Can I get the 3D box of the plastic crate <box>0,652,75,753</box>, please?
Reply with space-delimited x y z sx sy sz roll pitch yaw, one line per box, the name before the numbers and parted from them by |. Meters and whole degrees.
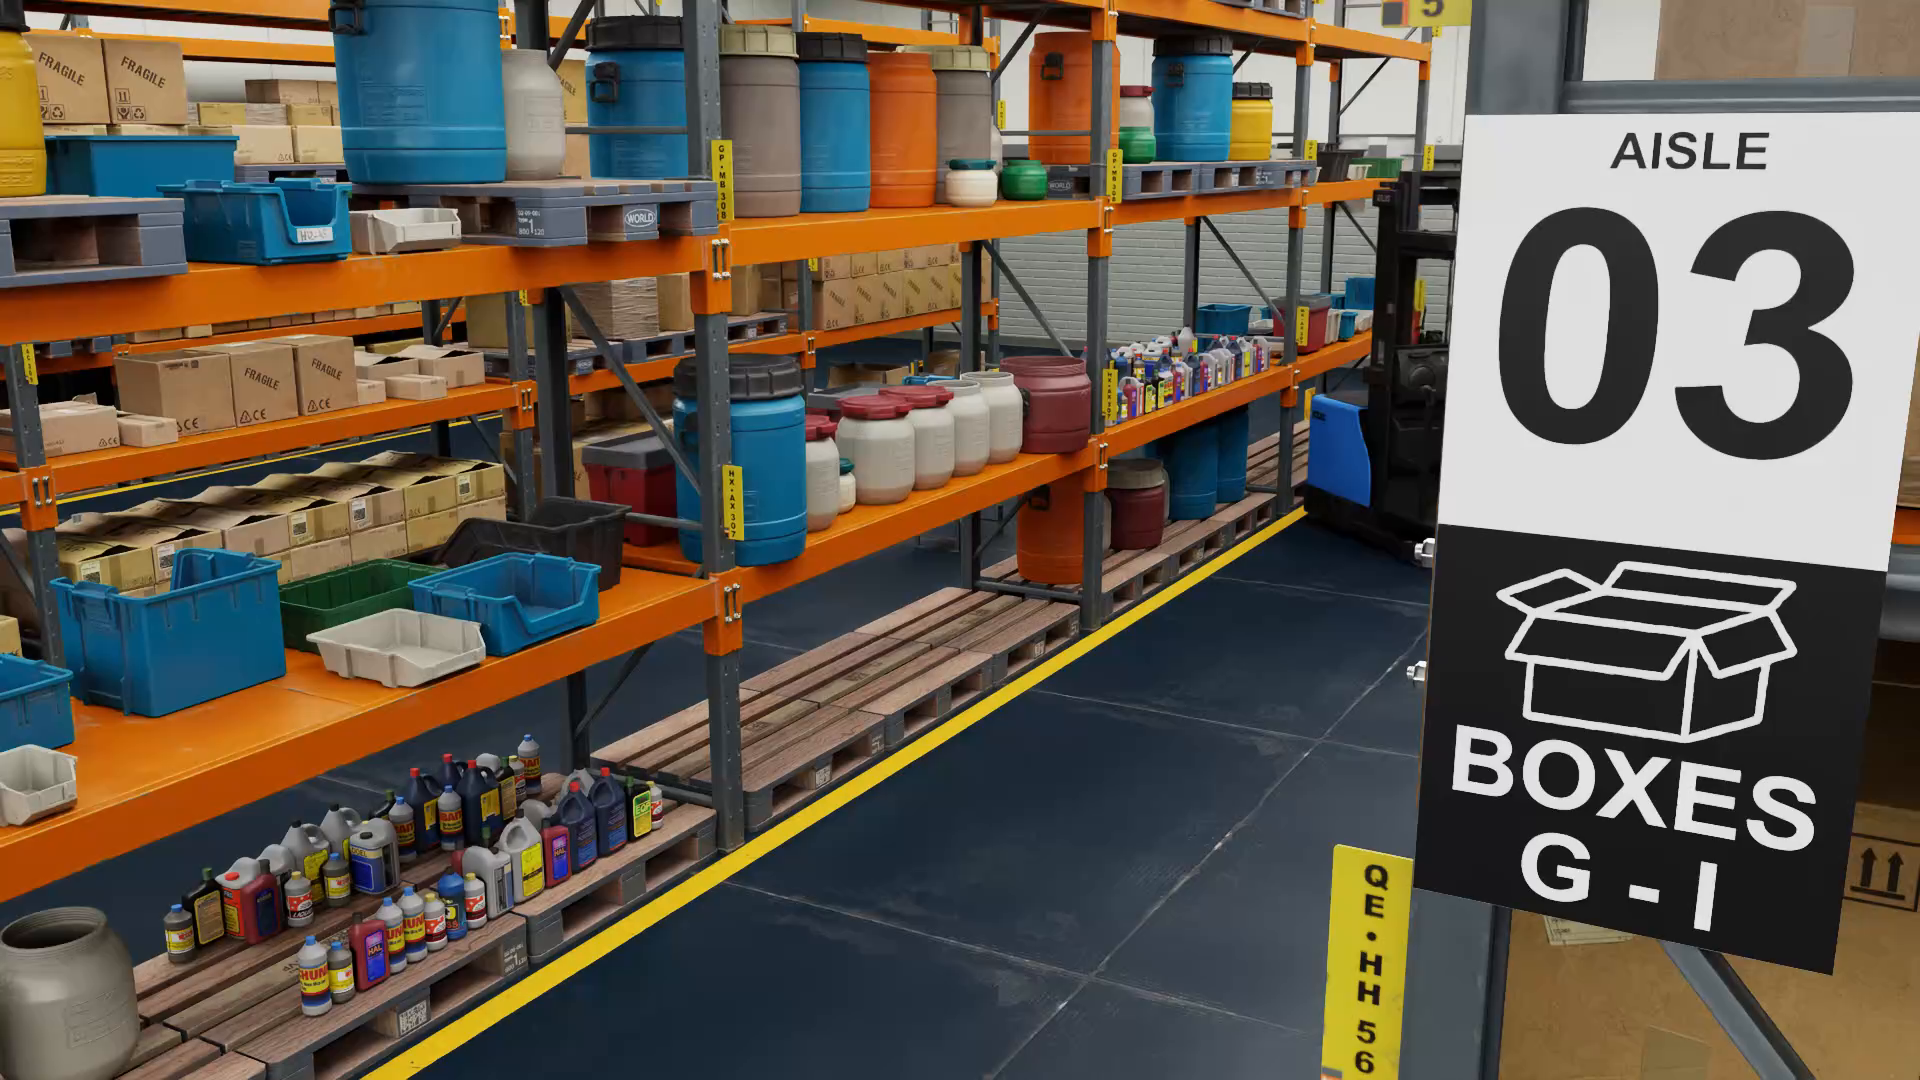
plastic crate | -3.095 0.532 5.244 0.499 0.251 0.408 7 15 28

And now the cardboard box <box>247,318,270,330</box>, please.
cardboard box | -7.239 -2.231 16.881 0.380 0.149 0.250 8 16 29

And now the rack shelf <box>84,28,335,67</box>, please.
rack shelf | -7.232 -4.818 16.704 1.077 0.370 4.000 7 15 28

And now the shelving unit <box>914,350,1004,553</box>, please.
shelving unit | -0.003 -0.728 13.352 0.431 1.500 0.755 7 15 28

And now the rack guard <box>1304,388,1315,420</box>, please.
rack guard | 4.341 -1.345 18.046 1.175 0.500 0.348 7 15 28

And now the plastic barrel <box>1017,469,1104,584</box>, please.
plastic barrel | 0.695 -0.164 11.548 0.600 0.830 0.708 7 15 28

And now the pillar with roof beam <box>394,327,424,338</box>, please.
pillar with roof beam | -2.915 -5.526 17.254 9.100 9.000 0.400 7 15 28

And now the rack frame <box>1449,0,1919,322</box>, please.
rack frame | 0.942 -1.626 1.080 1.000 3.000 0.127 7 15 28

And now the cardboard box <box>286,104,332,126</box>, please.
cardboard box | -6.999 -4.287 17.362 0.700 0.500 0.500 7 15 27

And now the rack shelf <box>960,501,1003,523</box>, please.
rack shelf | -0.003 -0.411 13.428 0.431 0.370 0.720 7 15 28

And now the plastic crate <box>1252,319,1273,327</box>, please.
plastic crate | 2.986 -2.025 15.969 0.293 0.136 0.466 7 15 28

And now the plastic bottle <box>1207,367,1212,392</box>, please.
plastic bottle | 1.870 -1.239 12.695 0.097 0.201 0.097 0 14 0

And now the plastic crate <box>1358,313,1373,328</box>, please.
plastic crate | 3.953 -2.209 16.731 0.396 0.136 0.243 7 15 28

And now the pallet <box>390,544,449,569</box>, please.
pallet | -4.293 0.046 12.894 1.003 0.211 1.213 7 15 28

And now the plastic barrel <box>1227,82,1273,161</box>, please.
plastic barrel | 2.144 -3.277 13.028 0.600 0.588 0.600 0 14 0

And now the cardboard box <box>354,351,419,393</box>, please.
cardboard box | -4.463 -1.270 12.590 0.500 0.311 0.500 7 15 27

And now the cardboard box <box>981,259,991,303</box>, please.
cardboard box | 0.028 -3.042 19.537 0.500 0.500 0.500 8 16 30

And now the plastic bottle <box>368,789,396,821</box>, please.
plastic bottle | -2.421 1.201 7.008 0.061 0.283 0.133 8 16 31

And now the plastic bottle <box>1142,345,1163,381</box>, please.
plastic bottle | 1.536 -1.414 13.263 0.152 0.276 0.135 7 15 28

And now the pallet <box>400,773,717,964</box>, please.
pallet | -1.821 1.397 7.289 1.003 0.211 1.213 7 15 28

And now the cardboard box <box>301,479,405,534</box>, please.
cardboard box | -4.390 -0.269 12.022 0.500 0.311 0.500 7 15 28

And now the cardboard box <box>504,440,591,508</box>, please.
cardboard box | -3.390 -0.534 13.744 0.500 0.500 0.500 8 16 30

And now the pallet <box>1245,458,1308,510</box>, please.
pallet | 2.729 -0.533 15.293 1.003 0.211 1.213 7 15 28

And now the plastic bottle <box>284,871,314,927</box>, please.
plastic bottle | -2.559 1.382 6.433 0.097 0.201 0.097 0 14 0

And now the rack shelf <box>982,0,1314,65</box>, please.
rack shelf | 1.440 -3.695 12.049 1.077 0.370 4.000 7 15 28

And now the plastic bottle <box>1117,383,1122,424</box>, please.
plastic bottle | 1.046 -0.923 11.236 0.097 0.271 0.097 0 14 0

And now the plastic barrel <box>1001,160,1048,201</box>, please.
plastic barrel | 0.399 -2.239 10.351 0.294 0.245 0.294 0 14 0

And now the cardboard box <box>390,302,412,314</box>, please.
cardboard box | -6.282 -2.587 18.359 0.380 0.149 0.250 8 16 29

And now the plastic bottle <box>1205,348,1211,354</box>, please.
plastic bottle | 1.961 -1.385 13.153 0.097 0.271 0.097 0 14 0

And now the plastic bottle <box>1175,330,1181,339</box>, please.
plastic bottle | 1.857 -1.650 14.225 0.061 0.283 0.133 7 15 28

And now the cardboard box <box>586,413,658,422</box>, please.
cardboard box | -3.115 -0.906 15.287 0.500 0.500 0.500 7 15 26

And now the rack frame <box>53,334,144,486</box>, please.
rack frame | -8.199 -2.035 15.574 1.000 3.000 0.127 7 15 28

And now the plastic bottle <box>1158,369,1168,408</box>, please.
plastic bottle | 1.446 -1.092 11.939 0.097 0.271 0.097 0 14 0

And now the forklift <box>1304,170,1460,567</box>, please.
forklift | 3.893 -1.324 12.773 1.130 2.935 3.031 -4 14 -18

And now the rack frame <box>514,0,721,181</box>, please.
rack frame | -1.460 -3.008 6.811 1.000 3.000 0.127 7 15 28

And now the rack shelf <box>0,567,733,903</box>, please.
rack shelf | -2.427 0.668 5.897 1.077 0.370 4.000 7 15 28

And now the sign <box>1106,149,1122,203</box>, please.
sign | 0.959 -2.259 10.327 0.100 0.325 0.005 7 15 28

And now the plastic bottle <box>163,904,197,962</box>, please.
plastic bottle | -2.890 1.449 6.156 0.097 0.201 0.097 0 14 0

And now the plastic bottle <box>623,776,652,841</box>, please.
plastic bottle | -1.404 1.151 7.217 0.061 0.283 0.133 8 16 31

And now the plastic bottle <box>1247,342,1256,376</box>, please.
plastic bottle | 2.323 -1.480 13.539 0.152 0.276 0.135 7 15 28

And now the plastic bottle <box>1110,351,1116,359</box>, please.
plastic bottle | 1.163 -1.341 12.969 0.097 0.271 0.097 0 14 0

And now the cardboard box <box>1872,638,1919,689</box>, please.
cardboard box | 1.228 0.367 2.631 0.500 0.500 0.500 7 15 28

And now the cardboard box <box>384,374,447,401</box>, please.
cardboard box | -4.054 -1.137 12.384 0.380 0.149 0.250 7 15 28

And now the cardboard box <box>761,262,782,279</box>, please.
cardboard box | -1.909 -2.963 17.077 0.500 0.500 0.500 7 15 28

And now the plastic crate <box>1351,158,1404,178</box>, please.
plastic crate | 4.114 -3.674 16.426 0.450 0.188 0.336 7 15 28

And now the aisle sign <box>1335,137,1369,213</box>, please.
aisle sign | 4.116 -3.866 17.623 0.394 0.787 0.004 7 15 28

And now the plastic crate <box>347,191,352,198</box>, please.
plastic crate | -2.461 -1.154 5.973 0.336 0.188 0.450 7 15 28

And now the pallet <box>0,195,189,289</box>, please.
pallet | -2.908 -0.796 4.439 1.003 0.211 1.213 7 15 28

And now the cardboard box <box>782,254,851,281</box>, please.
cardboard box | -1.453 -2.895 16.793 0.500 0.500 0.500 8 16 29

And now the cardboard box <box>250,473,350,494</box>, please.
cardboard box | -4.866 -0.327 12.265 0.500 0.311 0.500 7 15 27

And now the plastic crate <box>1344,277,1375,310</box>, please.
plastic crate | 4.343 -2.510 17.343 0.616 0.435 0.499 7 15 28

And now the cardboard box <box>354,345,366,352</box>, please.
cardboard box | -6.893 -1.684 17.809 0.750 0.750 0.750 8 16 30

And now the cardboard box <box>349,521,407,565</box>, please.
cardboard box | -4.393 0.003 12.093 0.500 0.250 0.500 8 16 29

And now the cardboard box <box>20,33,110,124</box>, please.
cardboard box | -5.462 -2.730 9.881 0.500 0.500 0.500 8 15 29

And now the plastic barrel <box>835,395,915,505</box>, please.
plastic barrel | -0.451 -0.480 8.834 0.433 0.535 0.433 0 14 0

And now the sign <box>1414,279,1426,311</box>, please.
sign | 4.830 -2.574 17.463 0.100 0.325 0.005 7 15 28

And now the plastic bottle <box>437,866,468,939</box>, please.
plastic bottle | -1.932 1.372 6.324 0.097 0.271 0.097 0 14 0
